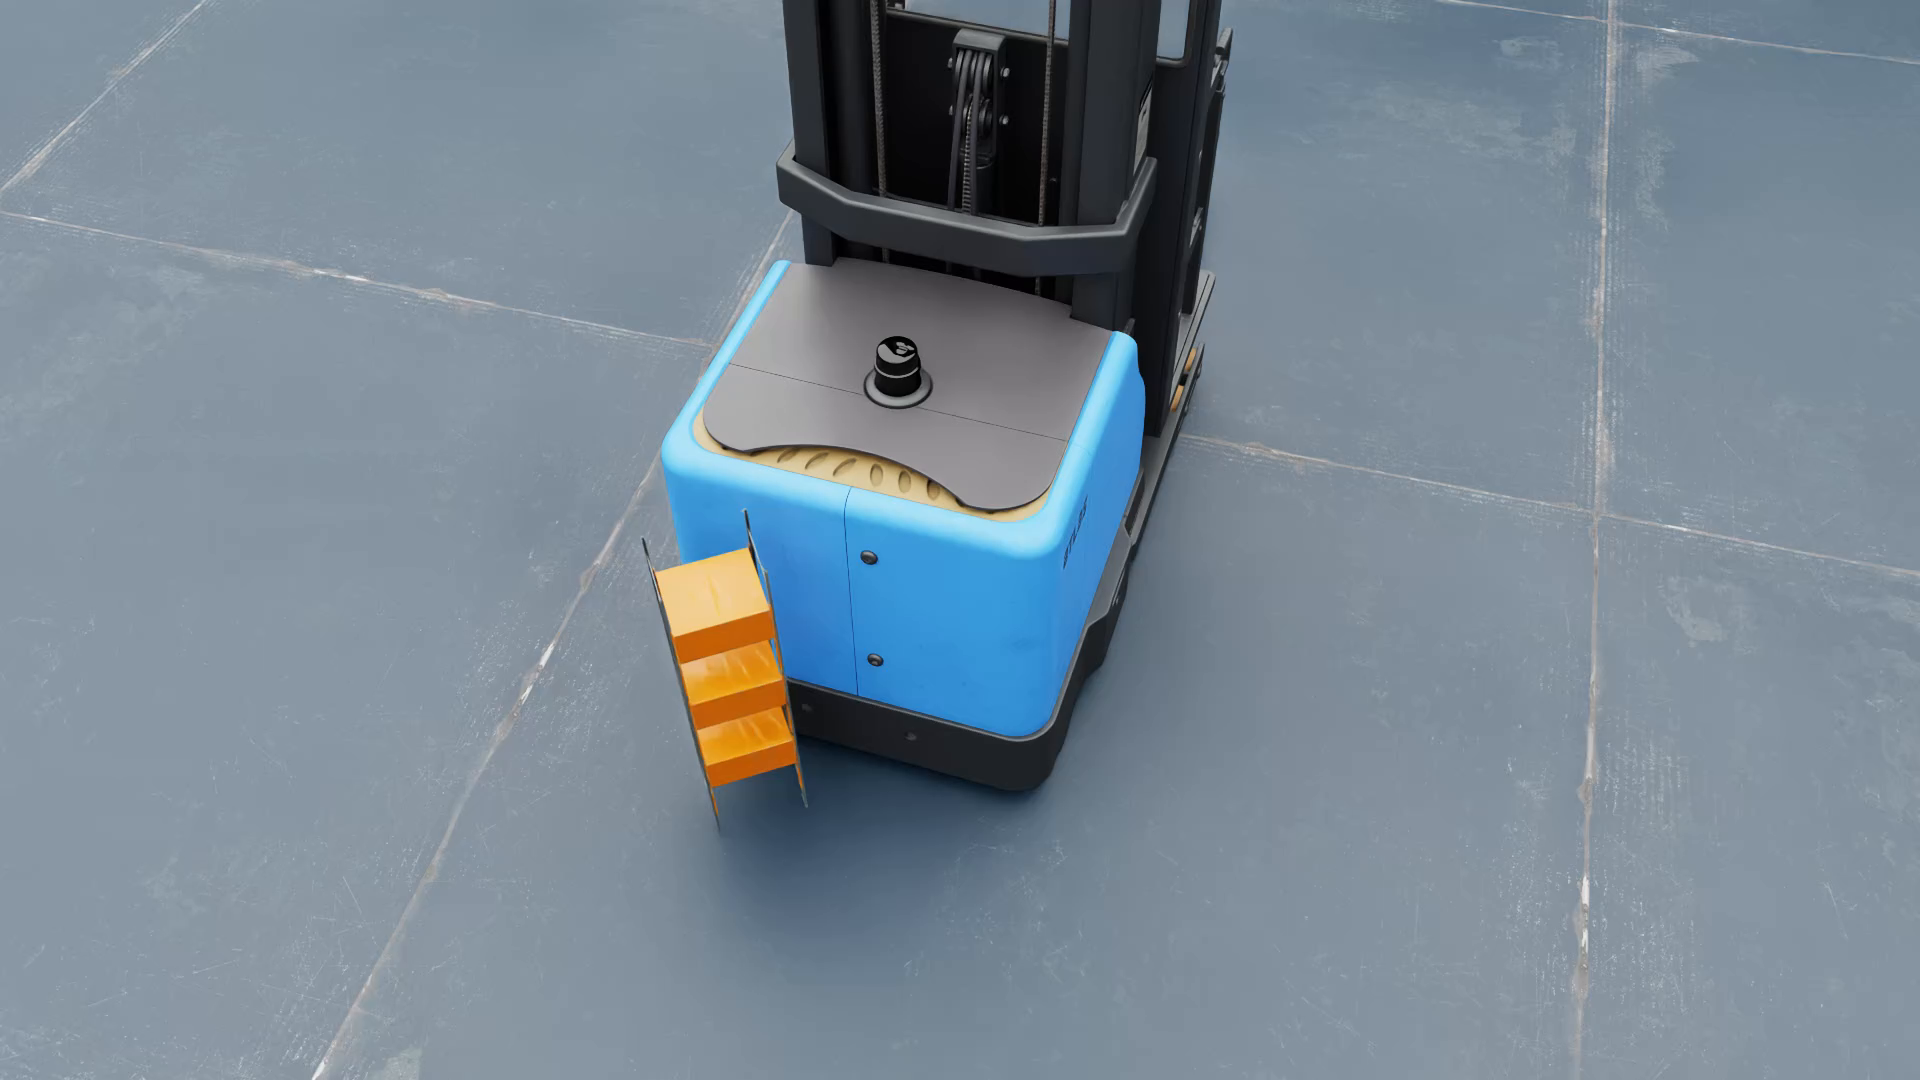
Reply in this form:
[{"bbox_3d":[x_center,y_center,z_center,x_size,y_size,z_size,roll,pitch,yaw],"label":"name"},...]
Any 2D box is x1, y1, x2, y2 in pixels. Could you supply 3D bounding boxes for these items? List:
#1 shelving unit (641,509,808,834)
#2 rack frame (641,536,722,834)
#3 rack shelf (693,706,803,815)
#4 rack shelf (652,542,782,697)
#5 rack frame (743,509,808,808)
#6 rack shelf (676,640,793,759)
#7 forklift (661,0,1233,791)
[{"bbox_3d":[-0.579,0.365,4.219,0.252,1.050,0.215,-16,52,-11],"label":"shelving unit"},{"bbox_3d":[-0.694,0.397,4.195,0.008,1.050,0.200,-16,52,-11],"label":"rack frame"},{"bbox_3d":[-0.574,0.548,4.442,0.240,0.259,0.215,-16,52,-11],"label":"rack shelf"},{"bbox_3d":[-0.584,0.191,4.008,0.240,0.259,0.215,-16,52,-11],"label":"rack shelf"},{"bbox_3d":[-0.464,0.333,4.243,0.008,1.050,0.200,-16,52,-11],"label":"rack frame"},{"bbox_3d":[-0.579,0.372,4.227,0.240,0.259,0.215,-16,52,-11],"label":"rack shelf"},{"bbox_3d":[0.195,-1.415,4.544,1.130,2.935,3.031,14,50,12],"label":"forklift"}]
